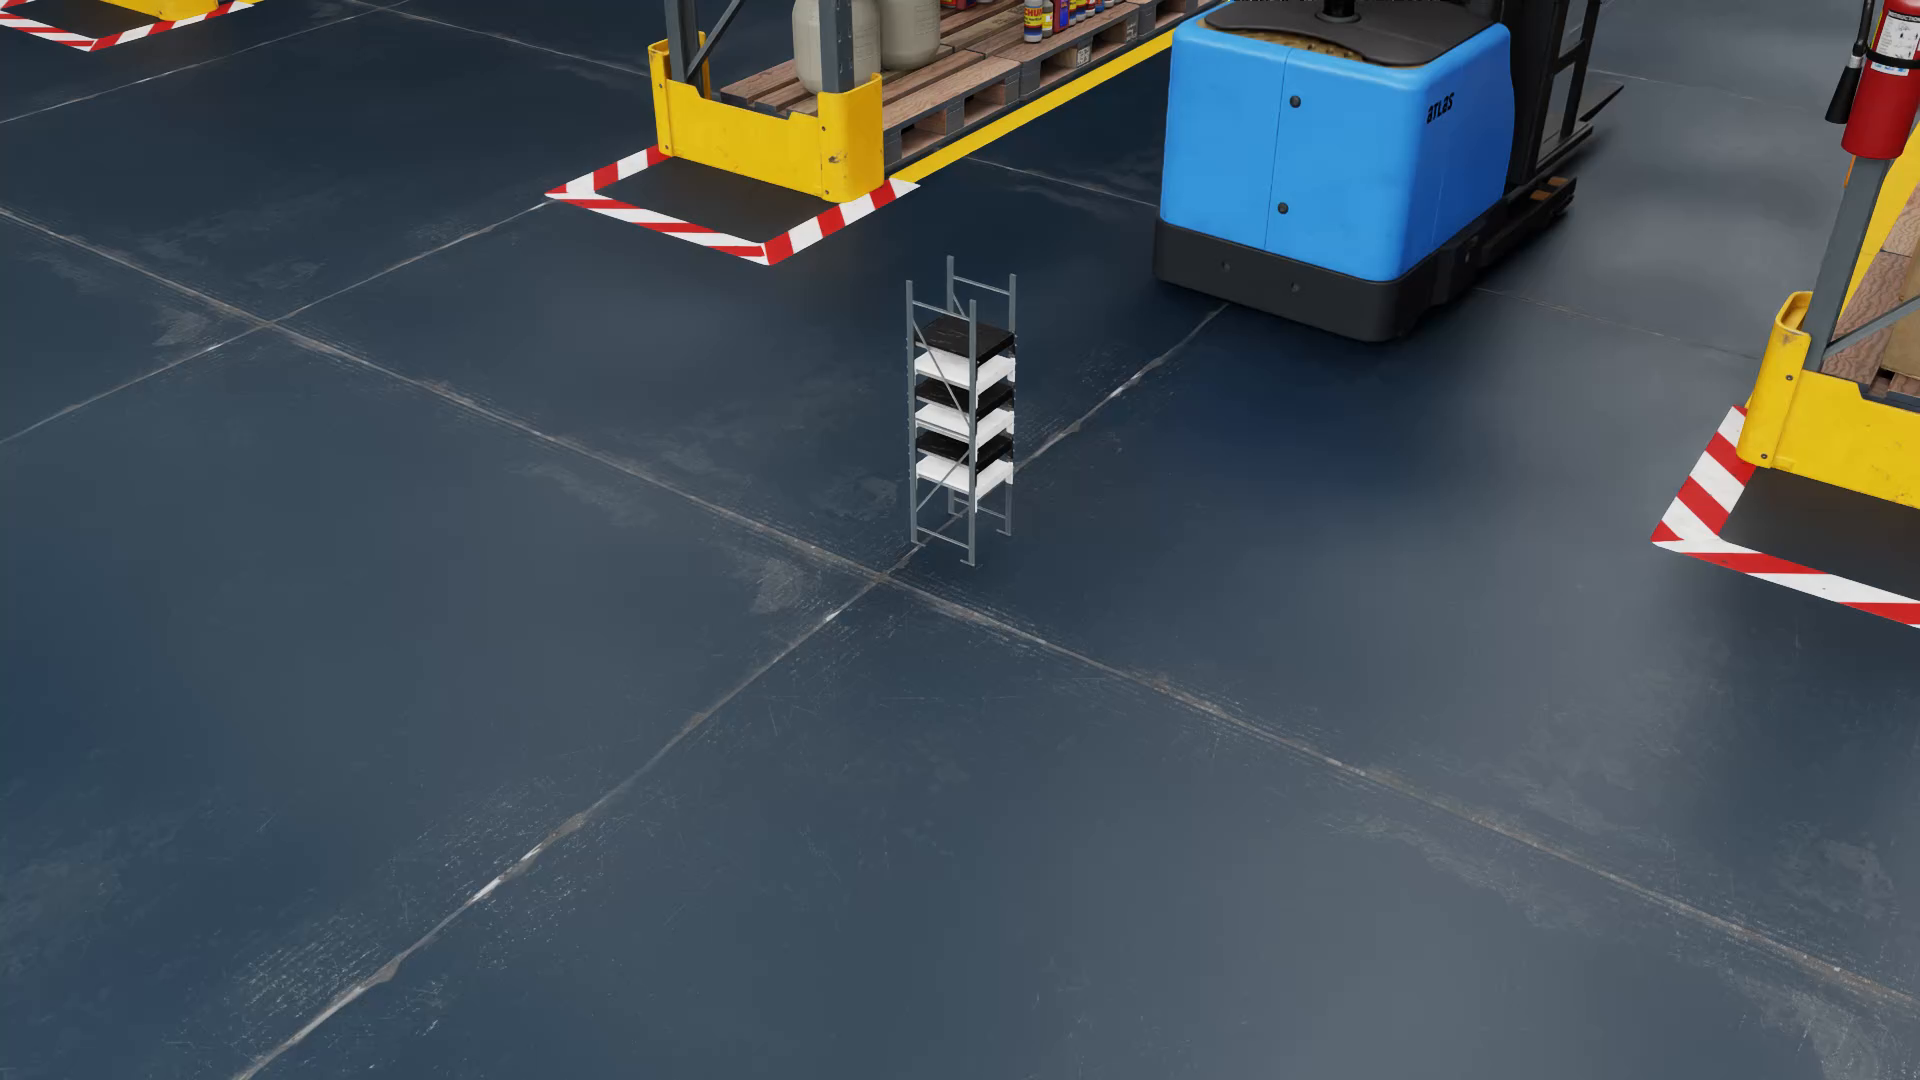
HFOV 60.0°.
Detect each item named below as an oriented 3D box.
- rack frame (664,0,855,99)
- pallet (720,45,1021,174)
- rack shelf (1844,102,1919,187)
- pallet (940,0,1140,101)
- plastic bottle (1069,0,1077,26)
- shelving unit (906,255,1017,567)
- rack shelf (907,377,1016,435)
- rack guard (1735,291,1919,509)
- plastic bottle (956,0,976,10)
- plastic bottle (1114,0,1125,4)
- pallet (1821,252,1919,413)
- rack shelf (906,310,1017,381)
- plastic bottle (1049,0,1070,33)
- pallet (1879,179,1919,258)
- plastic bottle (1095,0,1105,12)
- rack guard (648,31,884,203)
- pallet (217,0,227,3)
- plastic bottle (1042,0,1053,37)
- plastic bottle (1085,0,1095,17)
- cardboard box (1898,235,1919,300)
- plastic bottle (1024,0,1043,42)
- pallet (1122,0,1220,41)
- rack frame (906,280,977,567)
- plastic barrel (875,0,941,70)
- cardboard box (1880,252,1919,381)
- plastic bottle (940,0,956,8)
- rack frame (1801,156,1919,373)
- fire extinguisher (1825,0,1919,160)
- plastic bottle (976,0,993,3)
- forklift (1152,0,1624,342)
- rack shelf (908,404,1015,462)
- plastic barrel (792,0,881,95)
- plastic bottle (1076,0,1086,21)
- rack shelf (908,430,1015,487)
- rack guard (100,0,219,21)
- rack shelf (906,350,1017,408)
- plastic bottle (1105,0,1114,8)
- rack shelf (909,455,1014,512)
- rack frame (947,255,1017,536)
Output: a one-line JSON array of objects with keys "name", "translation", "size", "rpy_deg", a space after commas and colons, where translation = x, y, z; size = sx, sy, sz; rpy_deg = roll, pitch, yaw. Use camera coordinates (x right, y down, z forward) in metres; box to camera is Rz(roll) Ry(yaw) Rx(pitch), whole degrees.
[{"name": "rack frame", "translation": [-0.907, -2.962, 6.953], "size": [1.000, 3.000, 0.127], "rpy_deg": [21, 39, 28]}, {"name": "pallet", "translation": [-0.434, -2.229, 8.358], "size": [1.003, 0.211, 1.213], "rpy_deg": [21, 39, 28]}, {"name": "rack shelf", "translation": [4.303, -2.003, 6.176], "size": [1.077, 0.370, 4.000], "rpy_deg": [21, 39, 28]}, {"name": "pallet", "translation": [0.262, -2.788, 9.185], "size": [1.003, 0.211, 1.213], "rpy_deg": [21, 39, 28]}, {"name": "plastic bottle", "translation": [0.579, -2.907, 8.914], "size": [0.097, 0.271, 0.097], "rpy_deg": [0, 34, 0]}, {"name": "shelving unit", "translation": [0.005, -0.376, 5.003], "size": [0.258, 0.900, 0.210], "rpy_deg": [21, 39, 28]}, {"name": "rack shelf", "translation": [0.005, -0.423, 4.972], "size": [0.258, 0.077, 0.200], "rpy_deg": [21, 39, 28]}, {"name": "rack guard", "translation": [3.206, -0.380, 5.365], "size": [1.175, 0.500, 0.348], "rpy_deg": [21, 39, 28]}, {"name": "plastic bottle", "translation": [0.034, -3.078, 9.156], "size": [0.061, 0.283, 0.133], "rpy_deg": [21, 39, 28]}, {"name": "plastic bottle", "translation": [0.854, -3.158, 9.281], "size": [0.152, 0.276, 0.135], "rpy_deg": [22, 40, 29]}, {"name": "pallet", "translation": [3.698, -0.623, 5.982], "size": [1.003, 0.211, 1.213], "rpy_deg": [21, 39, 28]}, {"name": "rack shelf", "translation": [0.005, -0.573, 4.871], "size": [0.258, 0.077, 0.200], "rpy_deg": [21, 39, 28]}, {"name": "plastic bottle", "translation": [0.527, -2.852, 8.822], "size": [0.061, 0.283, 0.133], "rpy_deg": [22, 40, 29]}, {"name": "pallet", "translation": [4.394, -1.182, 6.809], "size": [1.003, 0.211, 1.213], "rpy_deg": [21, 39, 28]}, {"name": "plastic bottle", "translation": [0.751, -3.046, 9.120], "size": [0.097, 0.271, 0.097], "rpy_deg": [0, 34, 0]}, {"name": "rack guard", "translation": [-0.902, -1.977, 7.727], "size": [1.175, 0.500, 0.348], "rpy_deg": [21, 39, 28]}, {"name": "pallet", "translation": [-4.572, -3.756, 10.616], "size": [1.003, 0.211, 1.213], "rpy_deg": [21, 39, 28]}, {"name": "plastic bottle", "translation": [0.442, -2.768, 8.770], "size": [0.097, 0.201, 0.097], "rpy_deg": [0, 34, 0]}, {"name": "plastic bottle", "translation": [0.692, -2.969, 9.069], "size": [0.097, 0.201, 0.097], "rpy_deg": [0, 34, 0]}, {"name": "cardboard box", "translation": [3.845, -1.087, 6.036], "size": [0.500, 0.500, 0.500], "rpy_deg": [-25, 41, -32]}, {"name": "plastic bottle", "translation": [0.383, -2.749, 8.680], "size": [0.097, 0.271, 0.097], "rpy_deg": [0, 34, 0]}, {"name": "pallet", "translation": [0.957, -3.352, 10.019], "size": [1.003, 0.211, 1.213], "rpy_deg": [21, 39, 28]}, {"name": "rack frame", "translation": [-0.053, -0.330, 4.934], "size": [0.240, 0.900, 0.006], "rpy_deg": [21, 39, 28]}, {"name": "plastic barrel", "translation": [-0.308, -2.664, 8.357], "size": [0.421, 0.512, 0.421], "rpy_deg": [0, 34, 0]}, {"name": "cardboard box", "translation": [3.532, -0.801, 5.613], "size": [0.500, 0.500, 0.500], "rpy_deg": [-29, 43, -35]}, {"name": "plastic bottle", "translation": [-0.053, -3.109, 9.208], "size": [0.152, 0.276, 0.135], "rpy_deg": [22, 40, 29]}, {"name": "rack frame", "translation": [3.162, -1.380, 4.613], "size": [1.000, 3.000, 0.127], "rpy_deg": [21, 39, 28]}, {"name": "fire extinguisher", "translation": [2.718, -1.443, 4.775], "size": [0.296, 0.674, 0.183], "rpy_deg": [21, 39, 28]}, {"name": "plastic bottle", "translation": [0.139, -3.110, 9.277], "size": [0.097, 0.201, 0.097], "rpy_deg": [0, 34, 0]}, {"name": "forklift", "translation": [2.074, -2.722, 6.658], "size": [1.130, 2.935, 3.031], "rpy_deg": [23, 40, 30]}, {"name": "rack shelf", "translation": [0.005, -0.349, 5.022], "size": [0.258, 0.077, 0.200], "rpy_deg": [21, 39, 28]}, {"name": "plastic barrel", "translation": [-0.594, -2.433, 8.016], "size": [0.421, 0.512, 0.421], "rpy_deg": [0, 34, 0]}, {"name": "plastic bottle", "translation": [0.636, -2.953, 8.982], "size": [0.097, 0.271, 0.097], "rpy_deg": [0, 34, 0]}, {"name": "rack shelf", "translation": [0.005, -0.274, 5.073], "size": [0.258, 0.077, 0.200], "rpy_deg": [21, 39, 28]}, {"name": "rack guard", "translation": [-4.987, -3.500, 9.979], "size": [1.175, 0.500, 0.348], "rpy_deg": [21, 39, 28]}, {"name": "rack shelf", "translation": [0.005, -0.498, 4.921], "size": [0.258, 0.077, 0.200], "rpy_deg": [21, 39, 28]}, {"name": "plastic bottle", "translation": [0.809, -3.064, 9.209], "size": [0.097, 0.201, 0.097], "rpy_deg": [0, 34, 0]}, {"name": "rack shelf", "translation": [0.005, -0.200, 5.123], "size": [0.258, 0.077, 0.200], "rpy_deg": [21, 39, 28]}, {"name": "rack frame", "translation": [0.063, -0.423, 5.073], "size": [0.240, 0.900, 0.006], "rpy_deg": [21, 39, 28]}]
